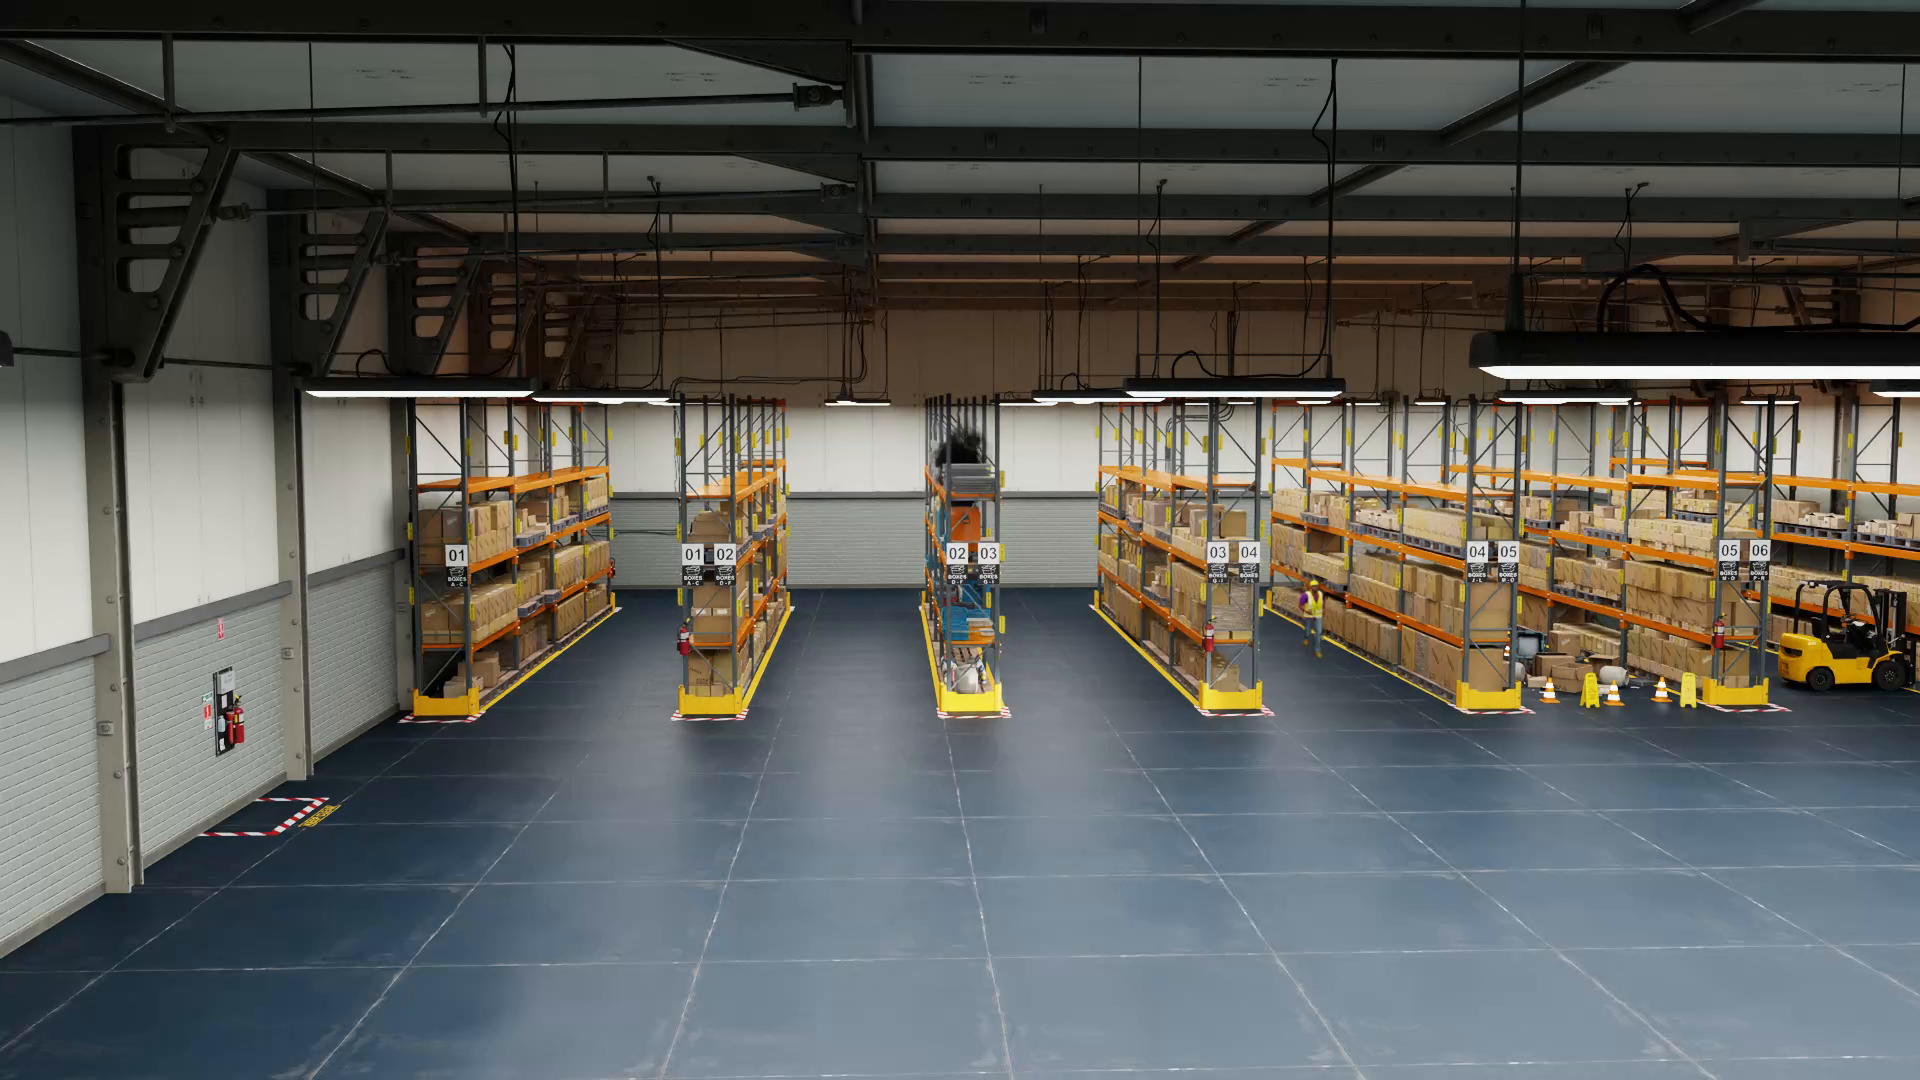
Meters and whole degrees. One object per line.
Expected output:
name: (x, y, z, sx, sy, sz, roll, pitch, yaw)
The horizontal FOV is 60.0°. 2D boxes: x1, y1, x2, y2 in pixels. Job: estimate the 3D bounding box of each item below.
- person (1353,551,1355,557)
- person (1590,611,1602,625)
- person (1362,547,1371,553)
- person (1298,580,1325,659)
person: (10.955, 1.185, 46.566, 0.630, 1.783, 0.780, -1, 5, -10)
person: (16.263, 1.477, 42.575, 0.684, 1.772, 1.006, 0, 5, 1)
person: (11.979, 1.021, 49.165, 0.583, 1.657, 0.641, 0, 5, 6)
person: (8.175, 1.811, 38.596, 0.666, 1.763, 1.139, 0, 5, 1)
